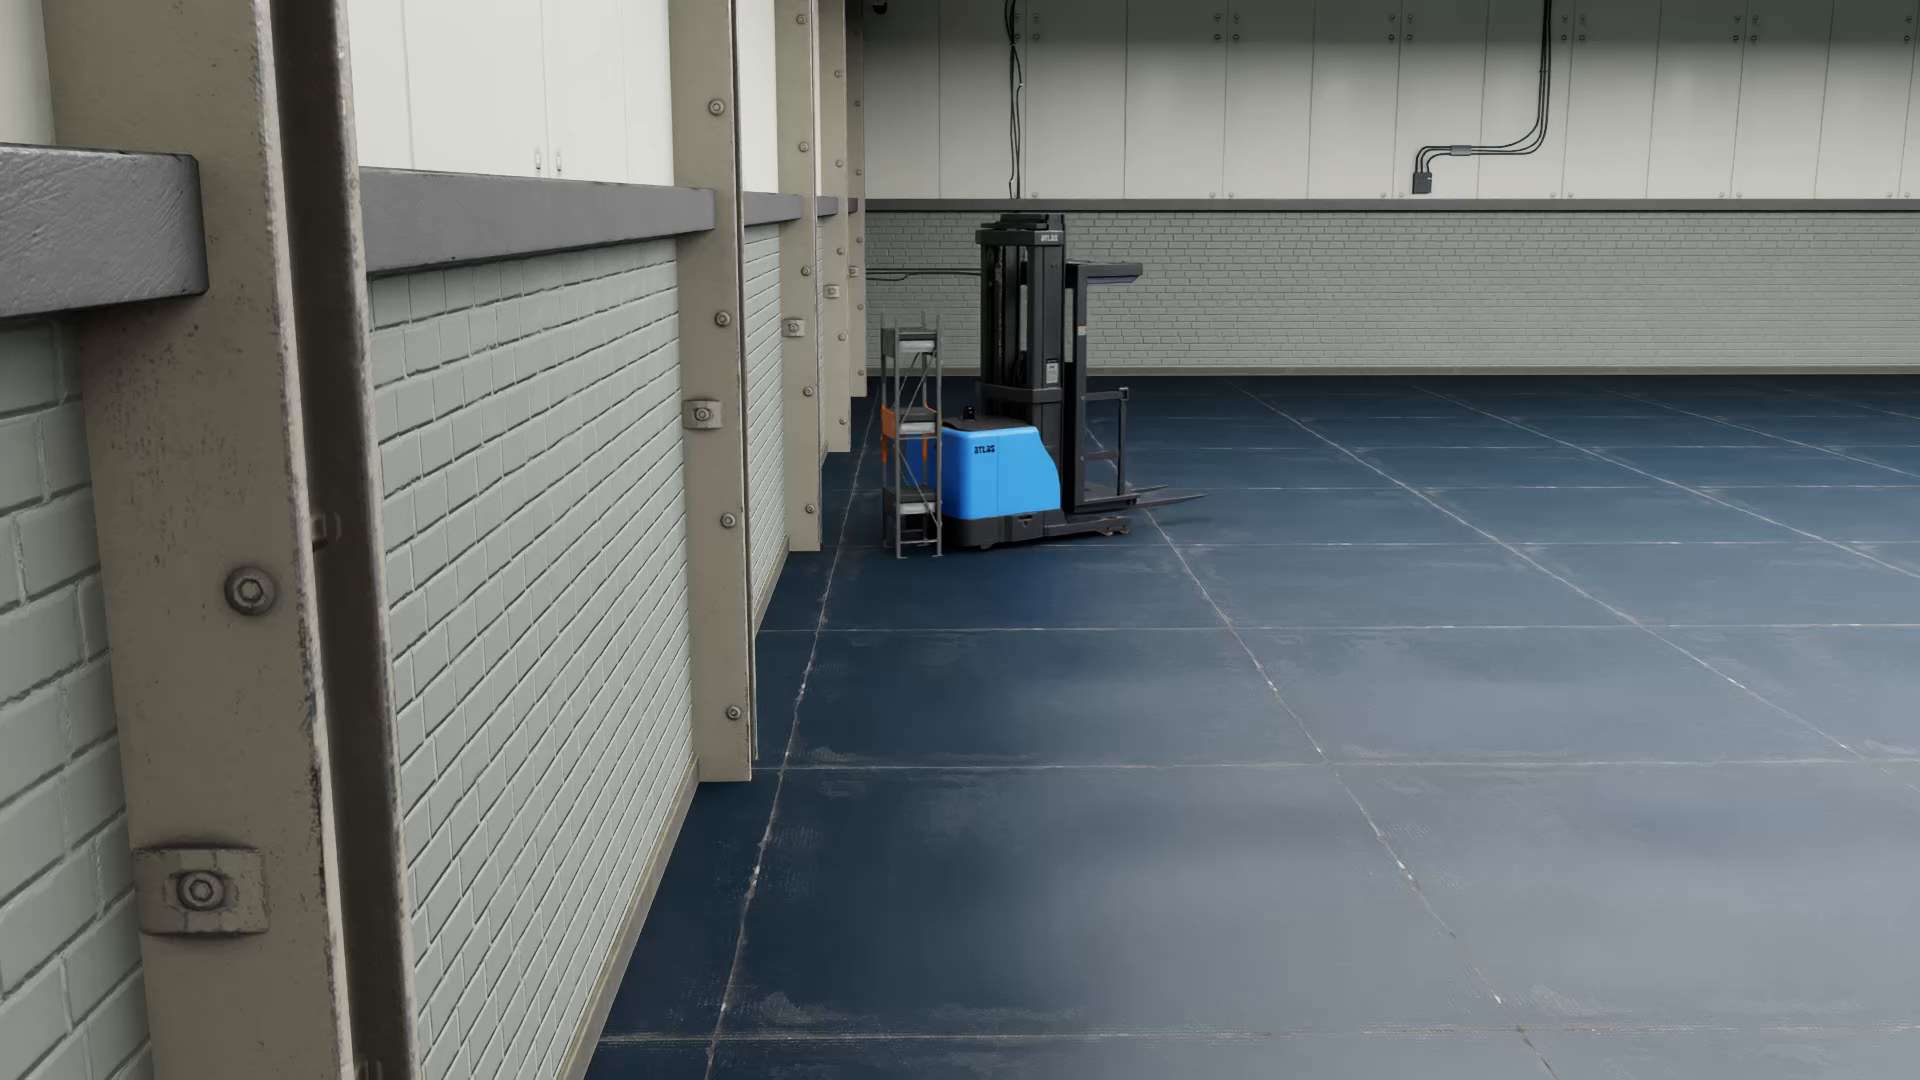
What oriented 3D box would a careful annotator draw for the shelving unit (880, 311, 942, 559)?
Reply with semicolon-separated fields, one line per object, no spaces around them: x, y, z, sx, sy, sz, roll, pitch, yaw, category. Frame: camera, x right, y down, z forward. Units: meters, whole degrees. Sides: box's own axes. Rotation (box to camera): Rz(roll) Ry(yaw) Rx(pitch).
-0.427;-0.920;14.503;0.431;2.100;0.503;-3;12;-16;shelving unit

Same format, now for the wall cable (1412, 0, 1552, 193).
9.100;-9.031;28.578;2.305;6.003;0.169;0;11;-1;wall cable

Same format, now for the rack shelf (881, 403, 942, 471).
-0.427;-0.907;14.506;0.431;0.518;0.480;-3;12;-16;rack shelf

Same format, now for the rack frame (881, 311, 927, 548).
-0.494;-0.967;14.733;0.400;2.100;0.015;-3;12;-16;rack frame

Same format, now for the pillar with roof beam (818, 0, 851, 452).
2.776;-5.562;20.034;9.100;9.000;0.400;0;11;-1;pillar with roof beam

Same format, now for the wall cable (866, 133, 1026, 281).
-0.391;-5.807;29.048;3.097;2.526;0.112;0;11;-1;wall cable

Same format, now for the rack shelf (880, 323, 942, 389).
-0.427;-1.593;14.367;0.431;0.518;0.480;-3;12;-16;rack shelf

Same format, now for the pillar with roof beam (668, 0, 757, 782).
3.024;-3.177;8.276;9.100;9.000;0.400;0;11;-1;pillar with roof beam

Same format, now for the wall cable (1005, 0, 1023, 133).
2.313;-8.293;28.601;3.097;2.526;0.112;0;11;-1;wall cable

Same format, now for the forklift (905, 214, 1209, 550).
1.006;-1.553;15.535;3.031;2.935;1.130;-7;14;-33;forklift

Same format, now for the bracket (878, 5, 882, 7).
-1.343;-8.939;27.625;0.076;0.066;3.189;0;11;-1;bracket

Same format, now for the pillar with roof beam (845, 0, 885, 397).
2.652;-6.755;25.913;9.100;9.000;0.548;0;11;-1;pillar with roof beam

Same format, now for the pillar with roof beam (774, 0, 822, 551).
2.900;-4.370;14.155;9.100;9.000;0.400;0;11;-1;pillar with roof beam

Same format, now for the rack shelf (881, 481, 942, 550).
-0.427;-0.220;14.645;0.431;0.518;0.480;-3;12;-16;rack shelf

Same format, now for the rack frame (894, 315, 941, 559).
-0.360;-0.873;14.273;0.400;2.100;0.015;-3;12;-16;rack frame

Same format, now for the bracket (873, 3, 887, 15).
-1.355;-9.056;28.204;0.235;0.232;0.430;0;11;-1;bracket
